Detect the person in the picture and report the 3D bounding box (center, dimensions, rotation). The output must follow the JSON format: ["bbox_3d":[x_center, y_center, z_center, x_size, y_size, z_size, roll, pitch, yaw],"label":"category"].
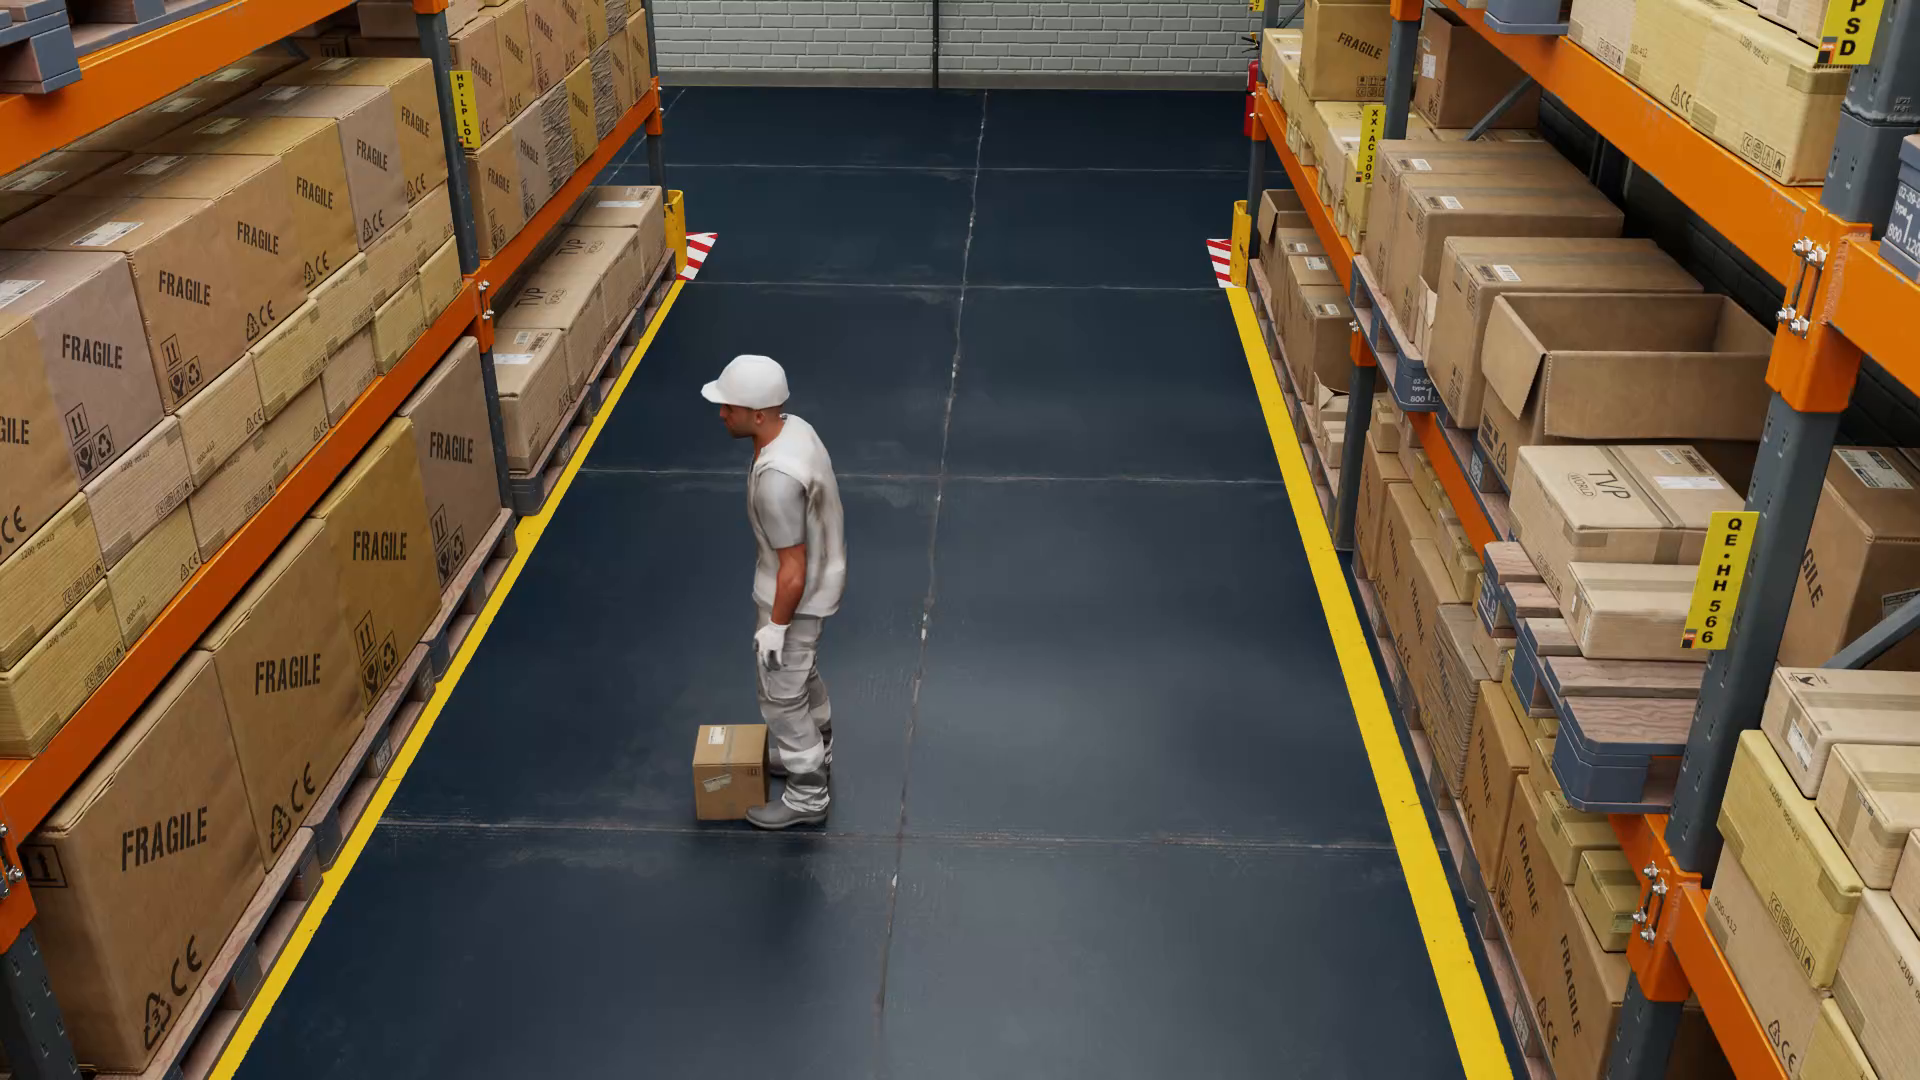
[{"bbox_3d":[-0.611,0.189,5.744,0.447,1.780,0.620,-1,28,-1],"label":"person"}]
